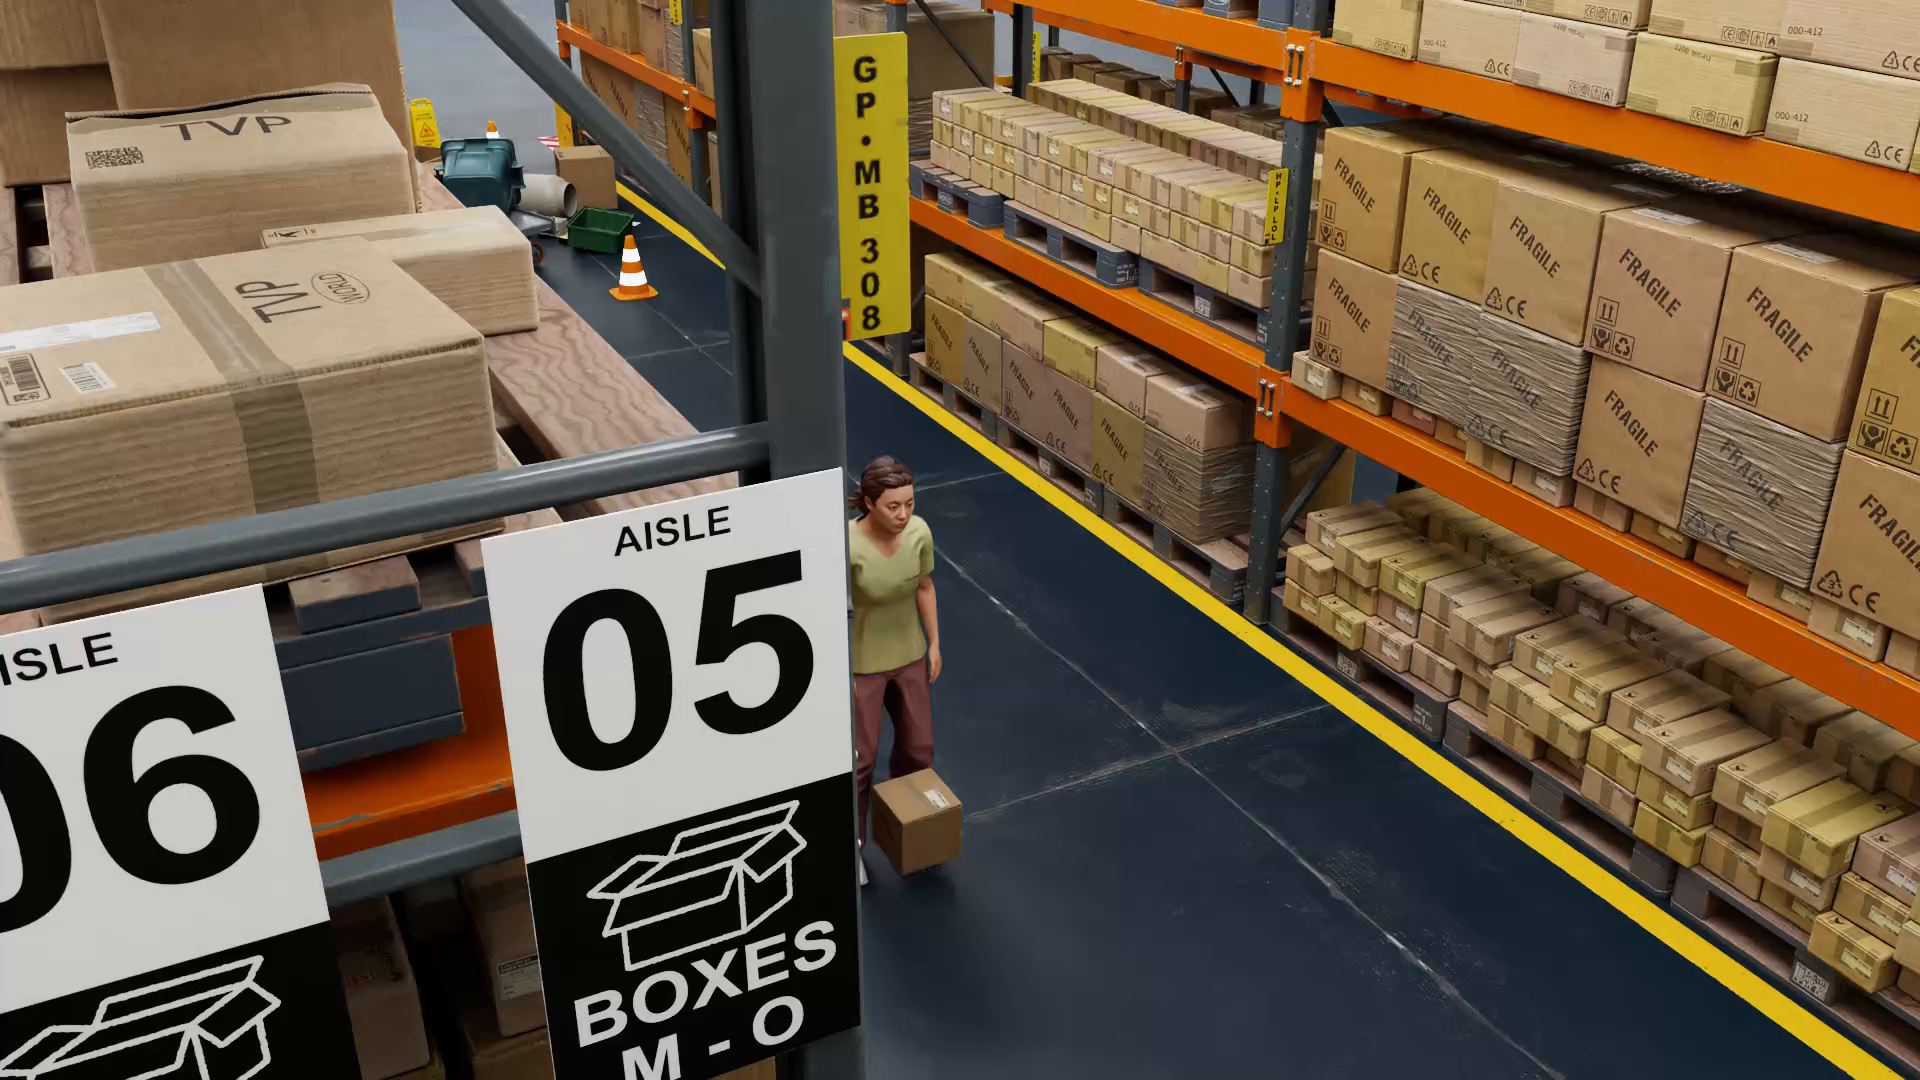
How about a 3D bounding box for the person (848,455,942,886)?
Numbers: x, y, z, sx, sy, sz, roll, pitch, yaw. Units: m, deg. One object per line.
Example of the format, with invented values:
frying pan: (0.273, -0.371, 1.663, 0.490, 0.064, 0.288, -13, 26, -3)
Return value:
person: (-0.280, 0.463, 6.145, 0.488, 1.674, 0.363, -14, 29, -27)
